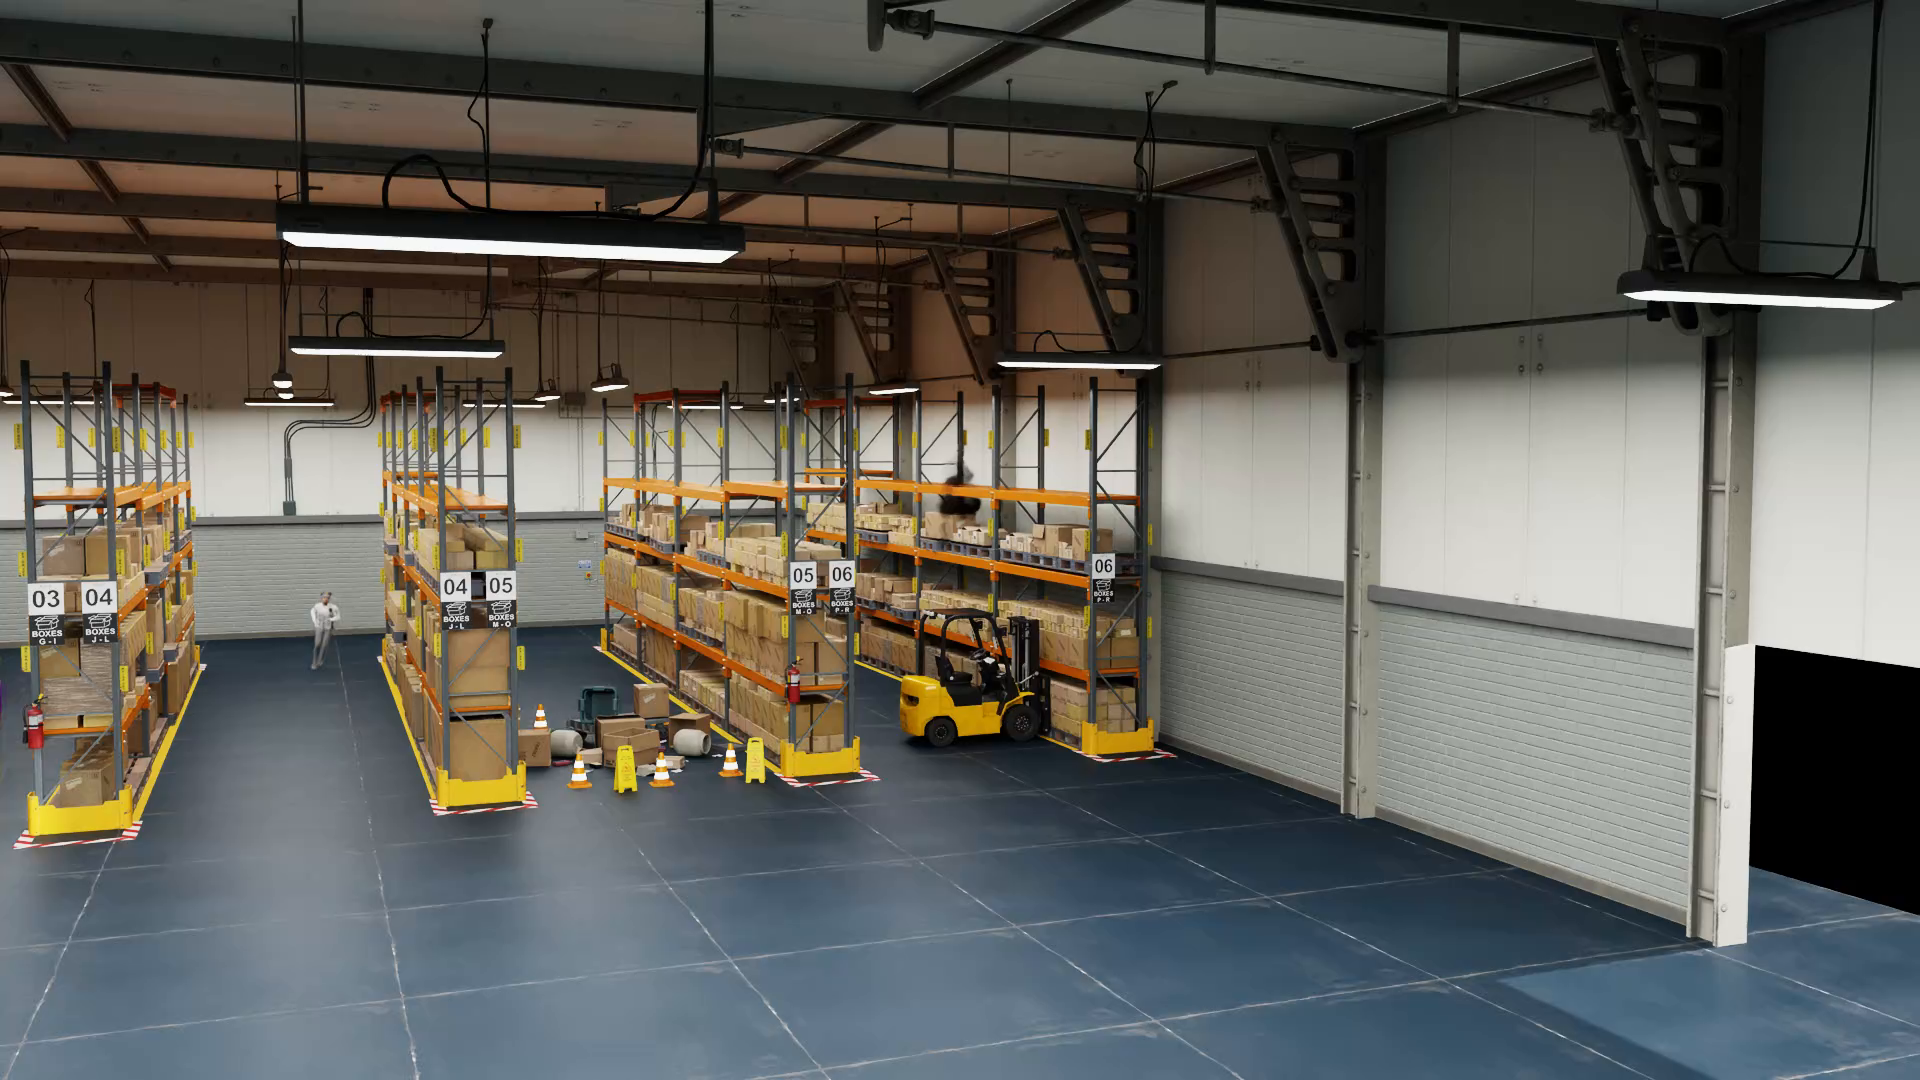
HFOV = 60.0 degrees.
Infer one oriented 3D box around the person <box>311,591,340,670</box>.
[{"bbox_3d":[-13.944,1.978,36.547,0.629,1.733,0.703,-1,4,-18],"label":"person"}]
